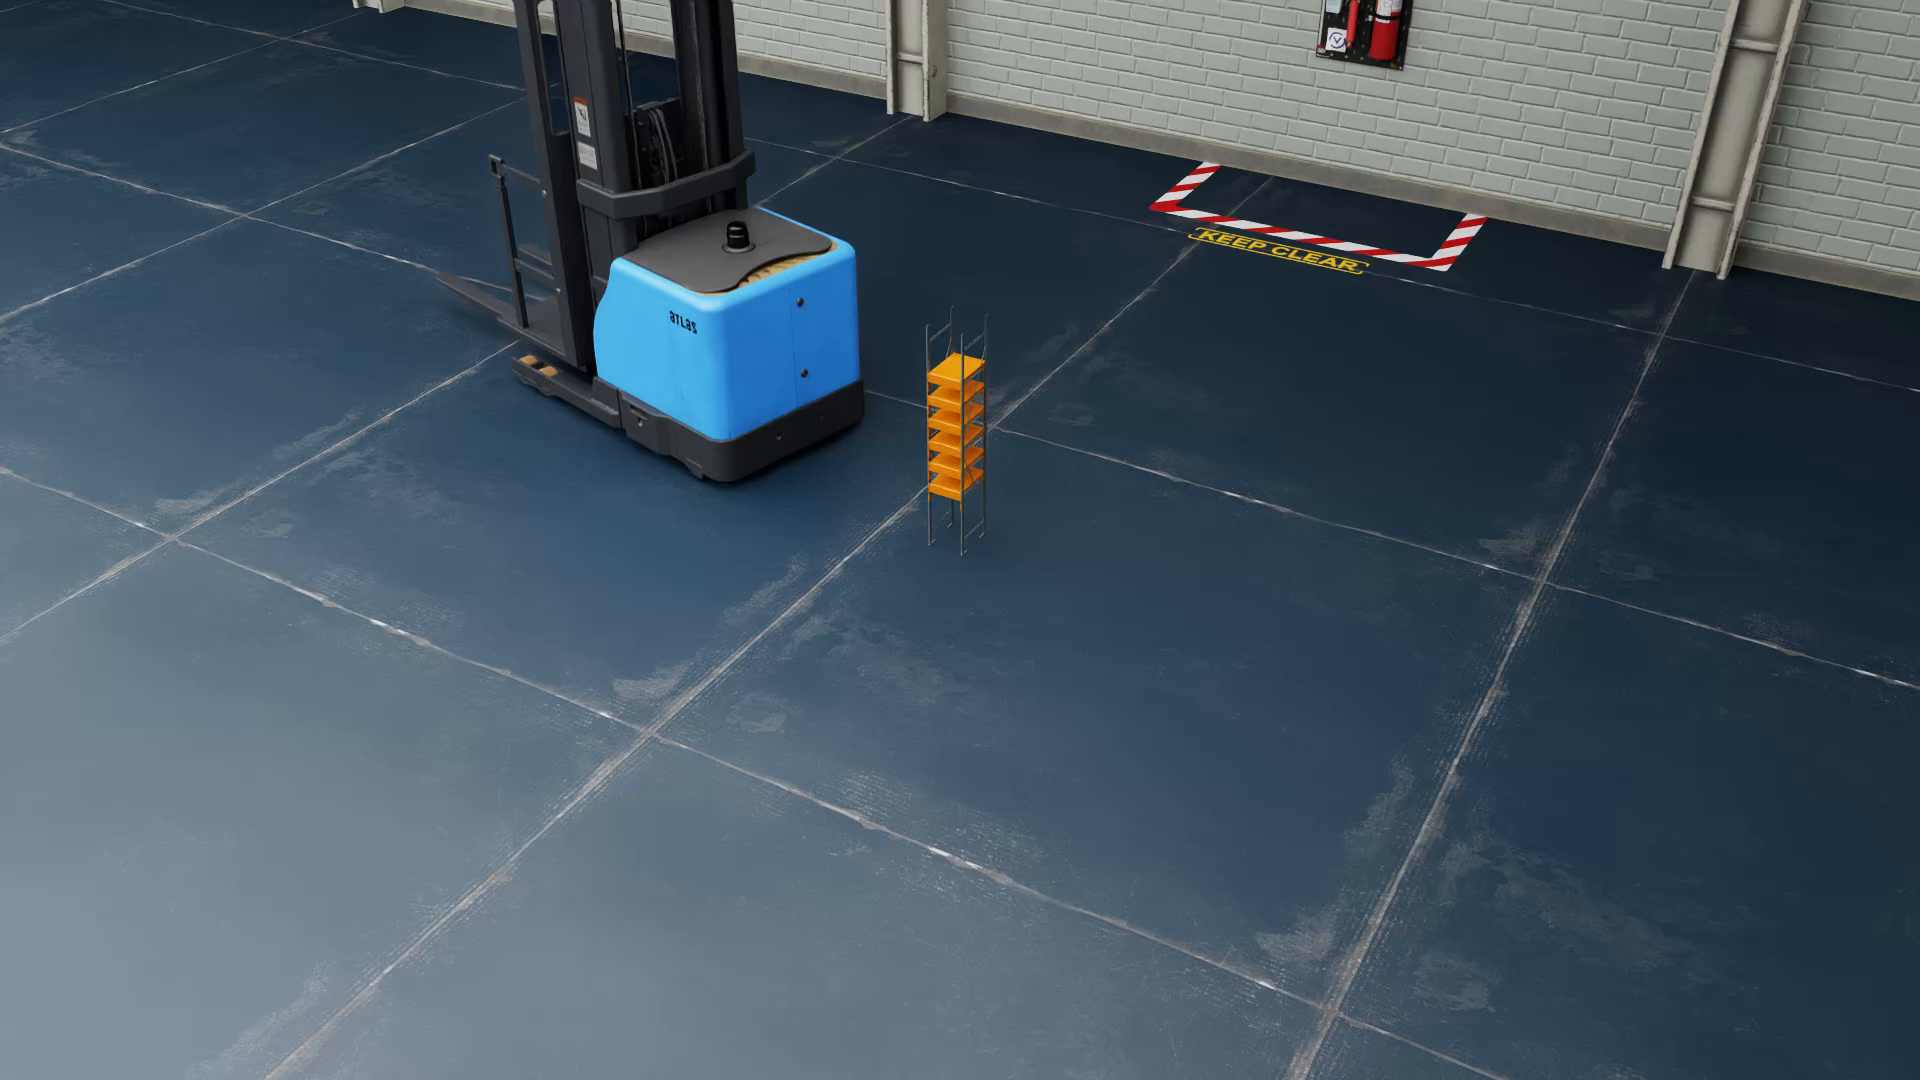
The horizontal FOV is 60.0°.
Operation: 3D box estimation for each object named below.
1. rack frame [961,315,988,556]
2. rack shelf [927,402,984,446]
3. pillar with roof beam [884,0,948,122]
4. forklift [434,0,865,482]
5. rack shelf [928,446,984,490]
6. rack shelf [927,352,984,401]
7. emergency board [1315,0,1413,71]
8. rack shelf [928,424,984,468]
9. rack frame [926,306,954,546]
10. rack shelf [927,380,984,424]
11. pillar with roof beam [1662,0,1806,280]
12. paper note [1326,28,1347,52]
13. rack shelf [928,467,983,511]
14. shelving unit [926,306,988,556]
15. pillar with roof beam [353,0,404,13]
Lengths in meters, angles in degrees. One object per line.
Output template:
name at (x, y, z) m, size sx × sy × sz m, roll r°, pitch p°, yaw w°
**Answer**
rack frame at (0.067, -0.478, 7.886) m, size 0.006 × 1.200 × 0.240 m, roll 18°, pitch 37°, yaw 24°
rack shelf at (-0.013, -0.566, 7.882) m, size 0.180 × 0.103 × 0.258 m, roll 18°, pitch 37°, yaw 24°
pillar with roof beam at (-2.479, -5.138, 7.847) m, size 0.400 × 9.000 × 9.100 m, roll 18°, pitch 37°, yaw 24°
forklift at (-1.938, -2.226, 8.949) m, size 3.031 × 2.935 × 1.130 m, roll 28°, pitch 43°, yaw 35°
rack shelf at (-0.013, -0.367, 8.015) m, size 0.180 × 0.103 × 0.258 m, roll 18°, pitch 37°, yaw 24°
rack shelf at (-0.013, -0.766, 7.748) m, size 0.180 × 0.103 × 0.258 m, roll 18°, pitch 37°, yaw 24°
emergency board at (2.739, -3.761, 11.191) m, size 0.643 × 1.169 × 0.194 m, roll 18°, pitch 37°, yaw 24°
rack shelf at (-0.013, -0.466, 7.948) m, size 0.180 × 0.103 × 0.258 m, roll 18°, pitch 37°, yaw 24°
rack frame at (-0.092, -0.529, 7.961) m, size 0.006 × 1.200 × 0.240 m, roll 18°, pitch 37°, yaw 24°
rack shelf at (-0.013, -0.666, 7.815) m, size 0.180 × 0.103 × 0.258 m, roll 18°, pitch 37°, yaw 24°
pillar with roof beam at (2.730, -3.488, 5.369) m, size 0.400 × 9.000 × 9.100 m, roll 18°, pitch 37°, yaw 24°
paper note at (2.620, -3.476, 11.558) m, size 0.142 × 0.148 × 0.016 m, roll 18°, pitch 37°, yaw 24°
rack shelf at (-0.013, -0.267, 8.081) m, size 0.180 × 0.103 × 0.258 m, roll 18°, pitch 37°, yaw 24°
shelving unit at (-0.013, -0.503, 7.923) m, size 0.189 × 1.200 × 0.258 m, roll 18°, pitch 37°, yaw 24°
pillar with roof beam at (-7.689, -6.788, 10.325) m, size 0.400 × 9.000 × 9.100 m, roll 18°, pitch 37°, yaw 24°
